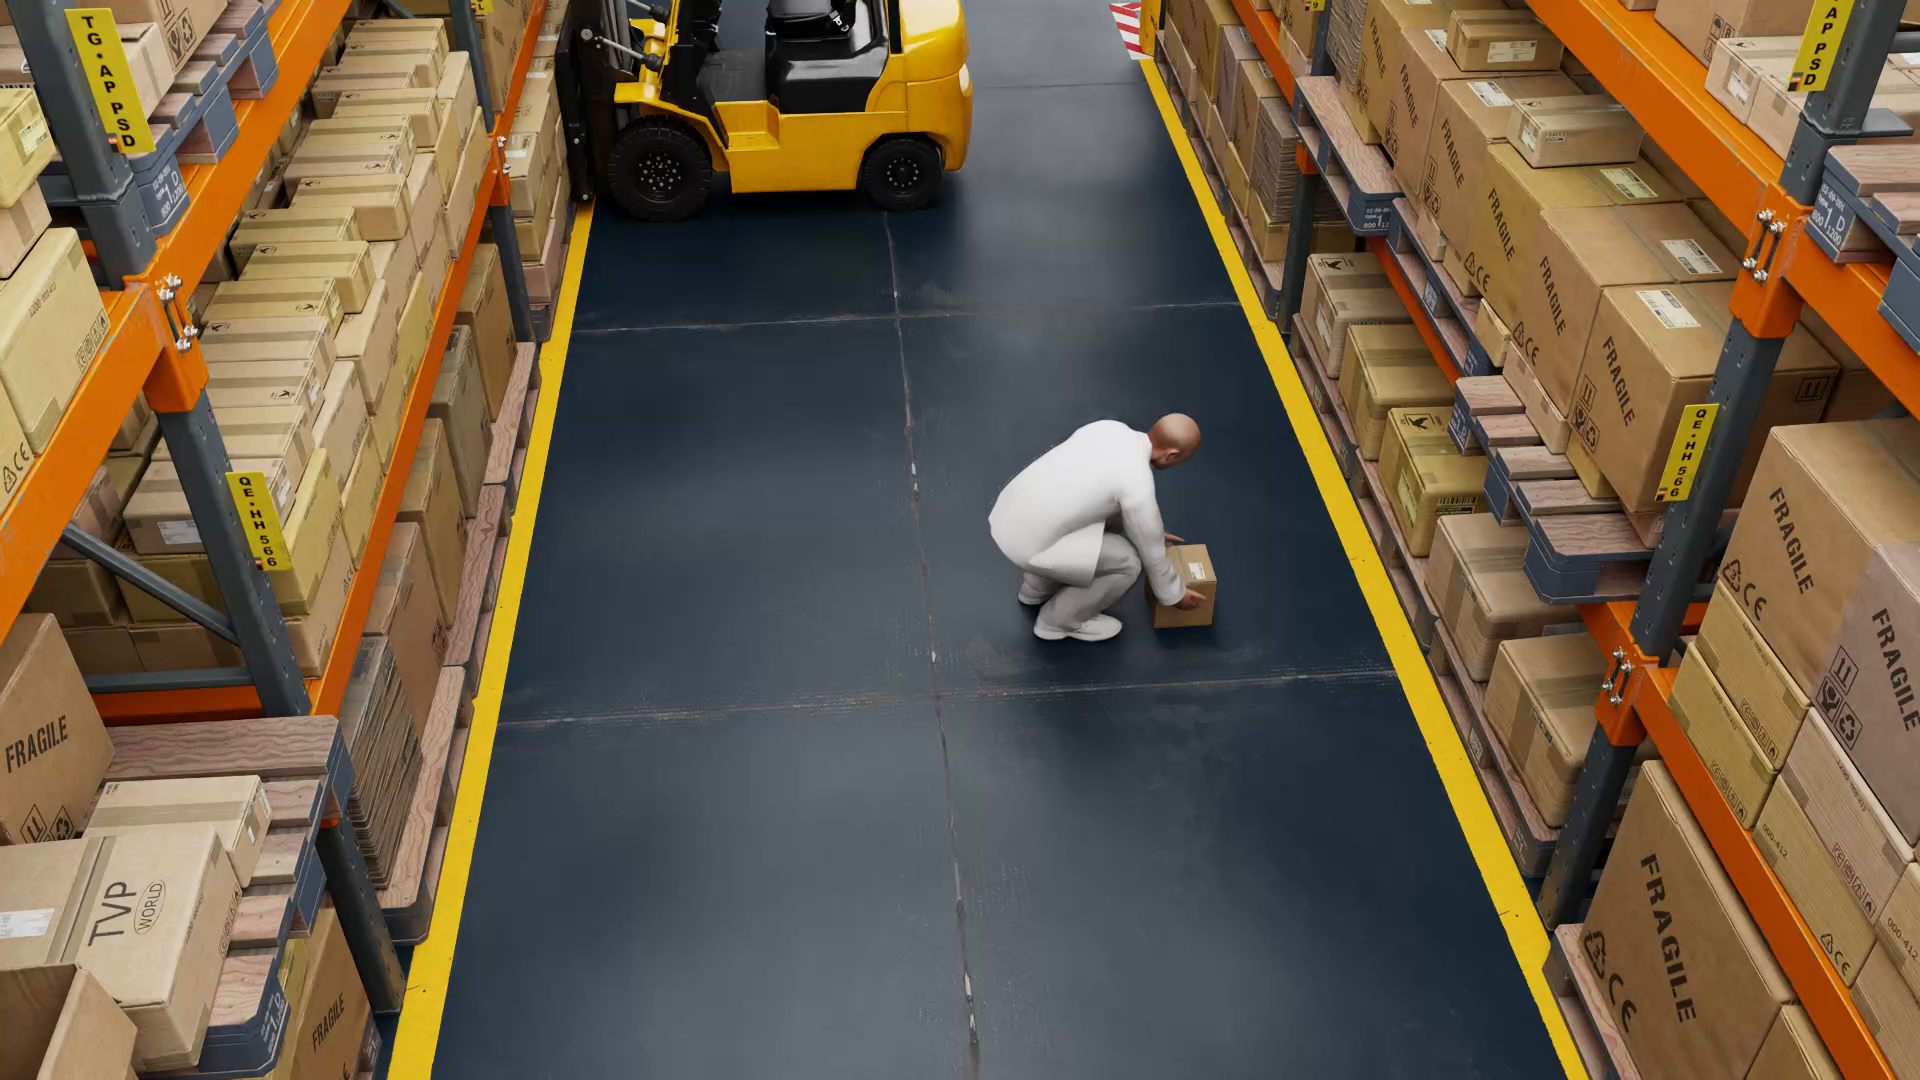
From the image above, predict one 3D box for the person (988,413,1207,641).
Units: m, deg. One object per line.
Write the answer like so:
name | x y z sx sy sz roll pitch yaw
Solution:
person | 0.568 -0.071 6.908 0.903 0.964 0.606 -3 39 -4
